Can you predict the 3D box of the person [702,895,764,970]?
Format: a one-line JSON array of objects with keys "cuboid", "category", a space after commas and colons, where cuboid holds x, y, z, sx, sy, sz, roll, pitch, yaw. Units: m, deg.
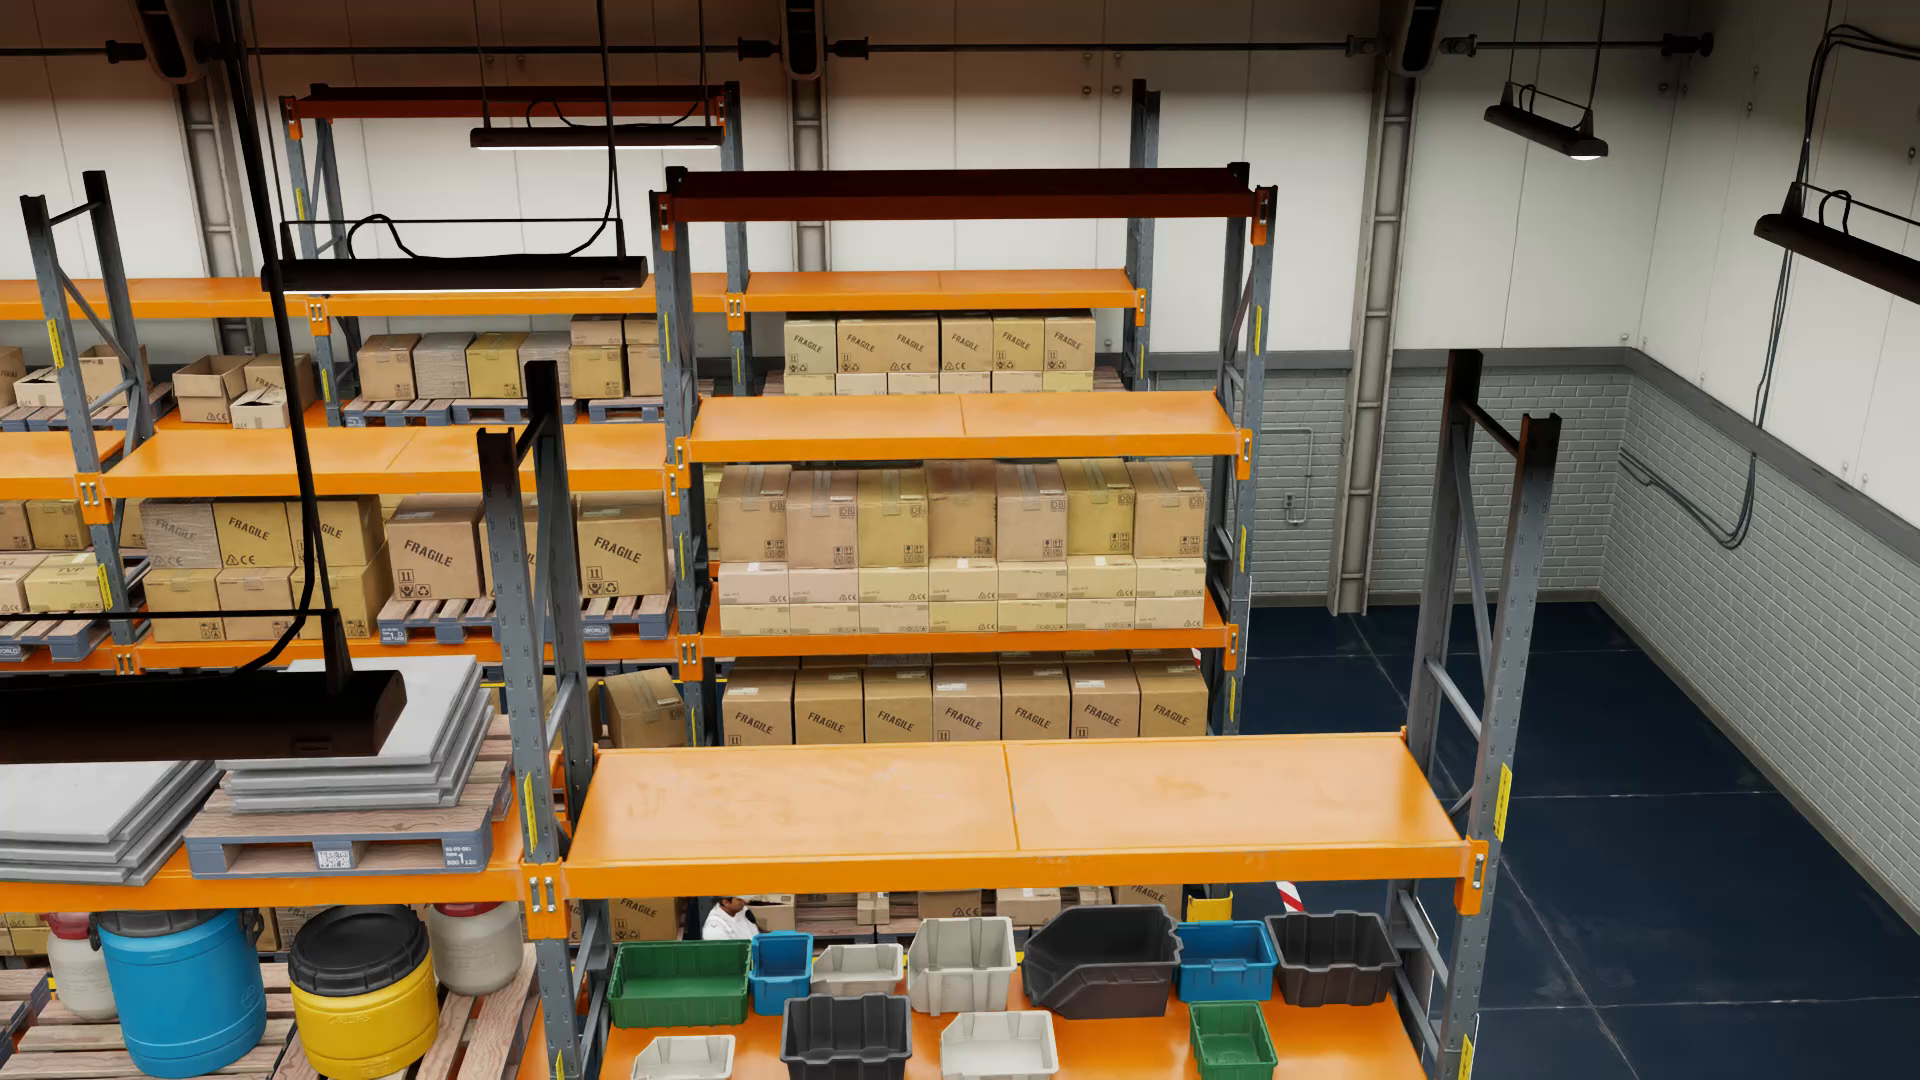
[{"cuboid": [-1.623, 3.043, 11.466, 0.488, 1.662, 0.516, 6, 23, 15], "category": "person"}]
